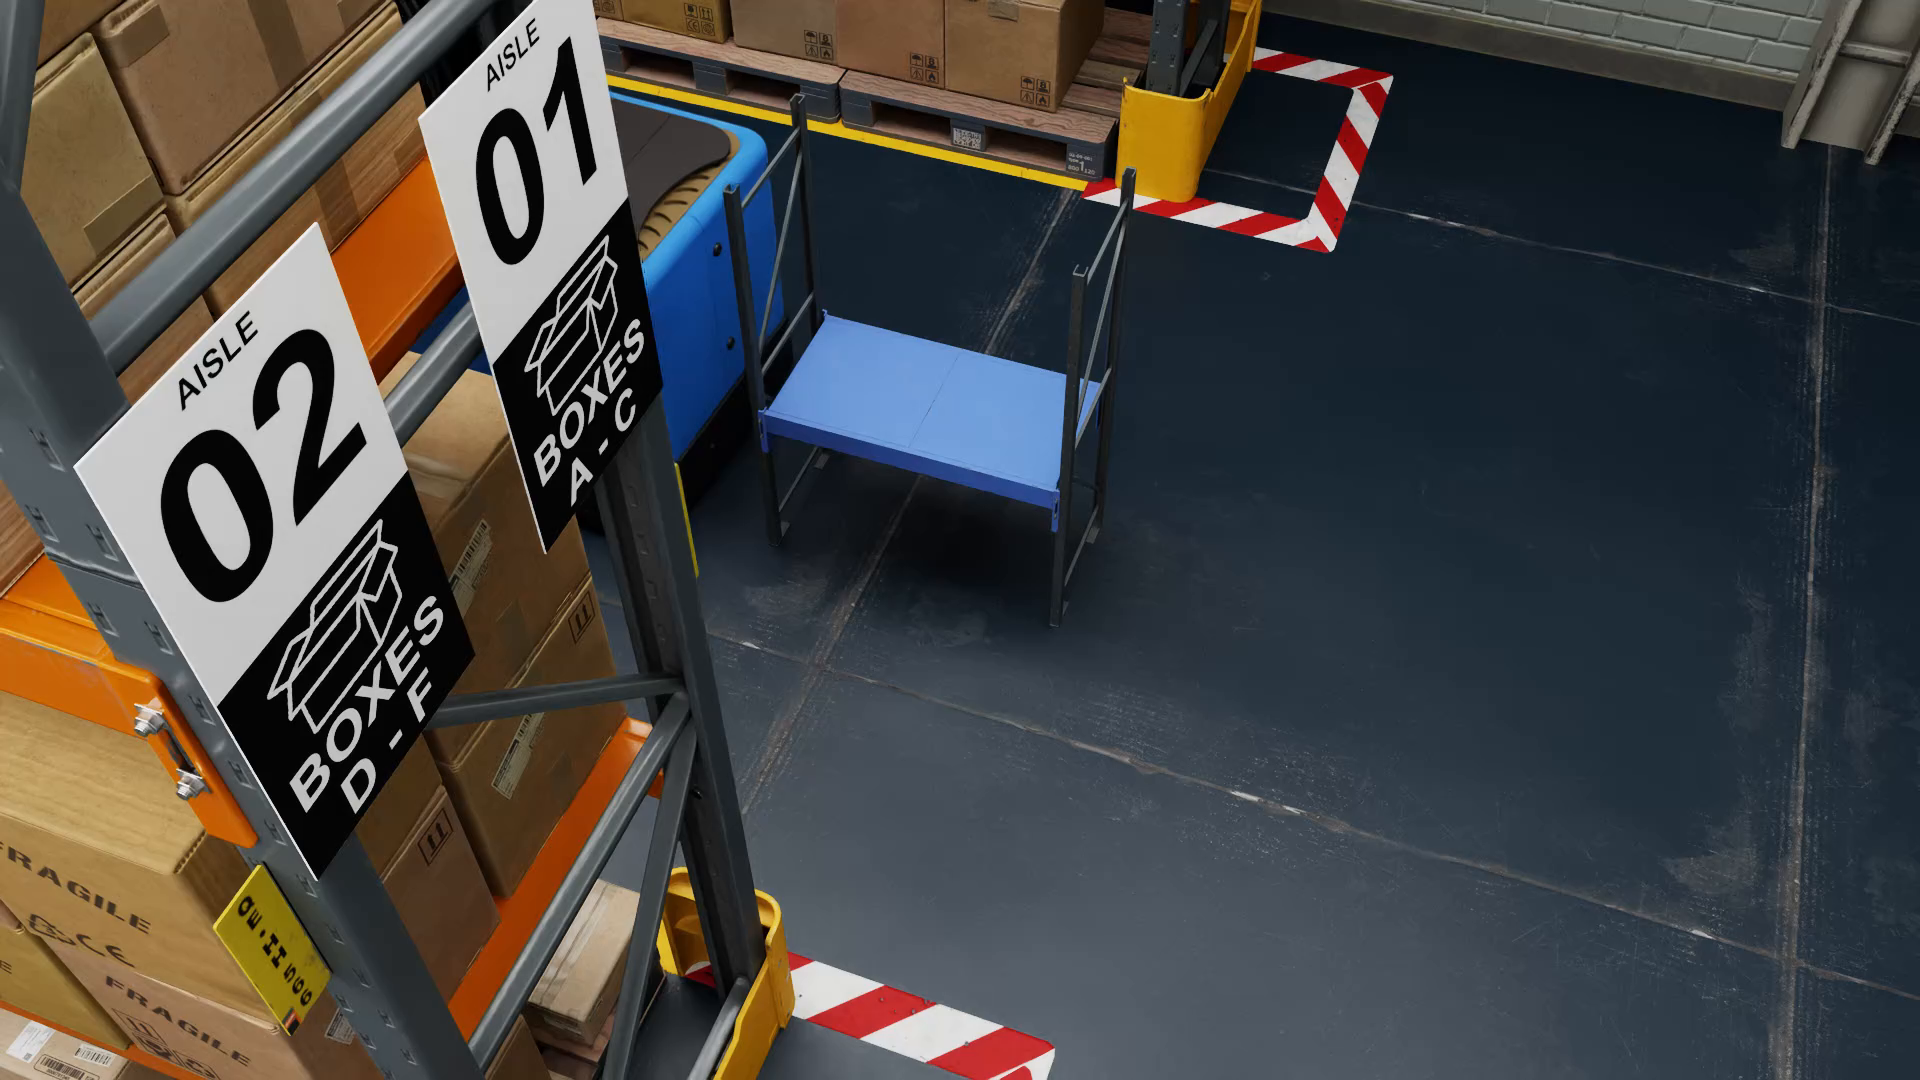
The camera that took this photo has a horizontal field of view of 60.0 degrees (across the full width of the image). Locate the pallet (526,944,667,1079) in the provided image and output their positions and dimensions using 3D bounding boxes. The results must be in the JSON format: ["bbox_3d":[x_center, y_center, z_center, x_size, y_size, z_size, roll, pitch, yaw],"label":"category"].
[{"bbox_3d":[-1.552,1.351,4.440,1.213,0.211,1.003,16,51,13],"label":"pallet"}]

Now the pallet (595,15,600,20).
[{"bbox_3d":[-2.086,-2.727,7.973,1.213,0.211,1.003,16,51,13],"label":"pallet"}]

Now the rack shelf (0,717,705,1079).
[{"bbox_3d":[-2.609,0.377,3.914,4.000,0.370,1.077,16,51,13],"label":"rack shelf"}]

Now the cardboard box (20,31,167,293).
[{"bbox_3d":[-1.303,-0.385,1.883,0.500,0.250,0.500,16,51,13],"label":"cardboard box"}]

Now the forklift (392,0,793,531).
[{"bbox_3d":[-2.190,-1.713,5.295,3.031,2.935,1.130,18,51,15],"label":"forklift"}]

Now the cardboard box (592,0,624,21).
[{"bbox_3d":[-1.636,-2.811,7.578,0.500,0.500,0.700,15,51,13],"label":"cardboard box"}]

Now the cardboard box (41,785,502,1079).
[{"bbox_3d":[-1.247,0.708,3.085,0.500,0.500,0.500,17,51,14],"label":"cardboard box"}]

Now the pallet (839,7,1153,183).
[{"bbox_3d":[0.203,-2.088,7.420,1.213,0.211,1.003,16,51,13],"label":"pallet"}]

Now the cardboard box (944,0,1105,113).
[{"bbox_3d":[0.289,-2.278,7.116,0.500,0.500,0.700,16,51,13],"label":"cardboard box"}]

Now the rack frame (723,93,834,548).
[{"bbox_3d":[-0.557,-0.647,5.318,0.032,1.500,0.500,16,51,13],"label":"rack frame"}]

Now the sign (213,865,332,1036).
[{"bbox_3d":[-0.944,0.571,2.295,0.005,0.325,0.100,16,51,13],"label":"sign"}]

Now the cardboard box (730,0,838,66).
[{"bbox_3d":[-0.652,-2.541,7.343,0.500,0.500,0.700,14,51,12],"label":"cardboard box"}]

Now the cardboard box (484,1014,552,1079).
[{"bbox_3d":[-1.328,1.372,3.939,0.500,0.500,0.500,16,51,13],"label":"cardboard box"}]

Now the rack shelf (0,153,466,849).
[{"bbox_3d":[-2.609,-0.605,2.781,4.000,0.370,1.077,16,51,13],"label":"rack shelf"}]

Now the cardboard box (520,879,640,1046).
[{"bbox_3d":[-1.006,1.102,4.406,0.250,0.149,0.380,16,51,13],"label":"cardboard box"}]

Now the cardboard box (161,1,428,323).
[{"bbox_3d":[-1.127,-0.583,2.384,0.500,0.250,0.500,16,51,13],"label":"cardboard box"}]

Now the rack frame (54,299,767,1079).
[{"bbox_3d":[-0.733,0.665,3.188,0.127,3.000,1.000,16,51,13],"label":"rack frame"}]

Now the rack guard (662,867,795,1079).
[{"bbox_3d":[-0.804,1.464,4.150,0.348,0.500,1.175,16,51,13],"label":"rack guard"}]

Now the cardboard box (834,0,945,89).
[{"bbox_3d":[-0.180,-2.409,7.229,0.500,0.500,0.700,15,51,13],"label":"cardboard box"}]

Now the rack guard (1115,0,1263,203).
[{"bbox_3d":[1.003,-2.022,7.172,0.348,0.500,1.175,16,51,13],"label":"rack guard"}]

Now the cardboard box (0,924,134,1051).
[{"bbox_3d":[-1.735,0.575,3.201,0.500,0.500,0.500,16,51,13],"label":"cardboard box"}]

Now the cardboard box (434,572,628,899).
[{"bbox_3d":[-1.058,0.330,3.413,0.500,0.500,0.500,17,51,14],"label":"cardboard box"}]

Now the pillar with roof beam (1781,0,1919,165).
[{"bbox_3d":[2.321,-1.666,1.239,0.400,9.000,9.100,16,51,13],"label":"pillar with roof beam"}]

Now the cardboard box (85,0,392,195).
[{"bbox_3d":[-1.124,-0.751,2.199,0.500,0.250,0.500,16,51,13],"label":"cardboard box"}]

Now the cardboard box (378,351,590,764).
[{"bbox_3d":[-1.058,0.002,3.035,0.500,0.500,0.500,17,51,14],"label":"cardboard box"}]

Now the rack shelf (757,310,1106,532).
[{"bbox_3d":[-0.080,-0.396,5.339,1.000,0.185,0.538,16,51,13],"label":"rack shelf"}]

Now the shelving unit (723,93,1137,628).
[{"bbox_3d":[-0.080,-0.514,5.203,1.048,1.500,0.538,16,51,13],"label":"shelving unit"}]

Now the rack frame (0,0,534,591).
[{"bbox_3d":[-0.733,-1.299,0.921,0.127,3.000,1.000,16,51,13],"label":"rack frame"}]

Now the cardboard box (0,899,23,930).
[{"bbox_3d":[-1.720,0.252,2.819,0.500,0.500,0.500,17,51,14],"label":"cardboard box"}]

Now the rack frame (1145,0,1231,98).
[{"bbox_3d":[0.980,-2.847,6.233,0.127,3.000,1.000,16,51,13],"label":"rack frame"}]

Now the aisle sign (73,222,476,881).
[{"bbox_3d":[-0.775,0.049,2.002,0.004,0.787,0.394,16,51,13],"label":"aisle sign"}]

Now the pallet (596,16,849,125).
[{"bbox_3d":[-0.937,-2.408,7.698,1.213,0.211,1.003,16,51,13],"label":"pallet"}]

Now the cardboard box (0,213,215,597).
[{"bbox_3d":[-1.306,-0.216,2.066,0.500,0.250,0.500,16,51,13],"label":"cardboard box"}]

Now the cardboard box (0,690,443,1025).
[{"bbox_3d":[-1.246,0.384,2.705,0.500,0.500,0.500,15,51,13],"label":"cardboard box"}]

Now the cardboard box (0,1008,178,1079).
[{"bbox_3d":[-2.209,1.184,4.267,0.500,0.250,0.500,16,51,13],"label":"cardboard box"}]

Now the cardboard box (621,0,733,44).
[{"bbox_3d":[-1.155,-2.675,7.460,0.500,0.500,0.700,17,51,14],"label":"cardboard box"}]

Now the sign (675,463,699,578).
[{"bbox_3d":[-0.545,-0.003,3.195,0.005,0.325,0.100,16,51,13],"label":"sign"}]

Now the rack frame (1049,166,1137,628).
[{"bbox_3d":[0.397,-0.380,5.087,0.032,1.500,0.500,16,51,13],"label":"rack frame"}]

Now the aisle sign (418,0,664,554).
[{"bbox_3d":[-0.567,-0.376,2.371,0.004,0.787,0.394,16,51,13],"label":"aisle sign"}]
